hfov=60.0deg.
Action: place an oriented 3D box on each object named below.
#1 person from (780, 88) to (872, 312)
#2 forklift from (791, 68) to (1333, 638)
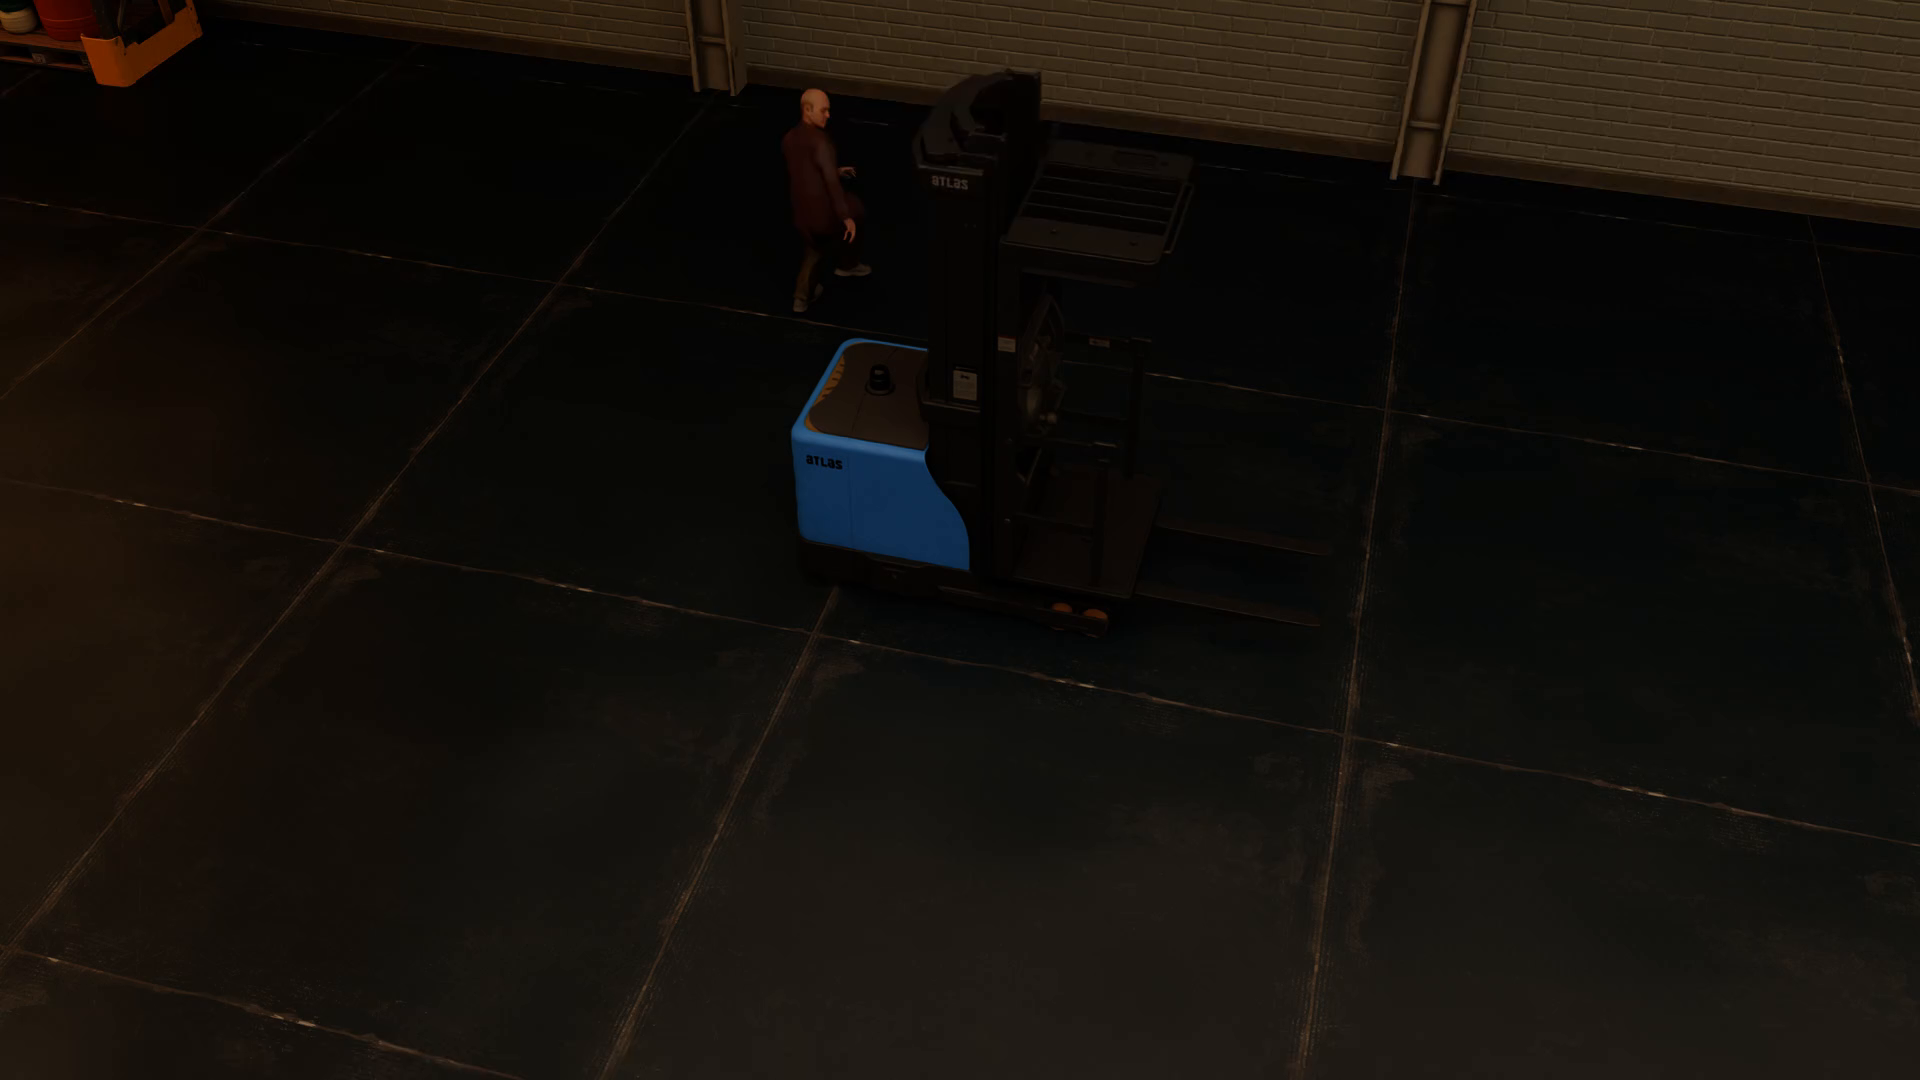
[{"bbox_3d":[-0.868,-2.364,11.606,0.806,1.583,0.819,23,46,24],"label":"person"},{"bbox_3d":[0.625,-0.939,8.933,3.031,2.935,1.130,10,42,12],"label":"forklift"}]
